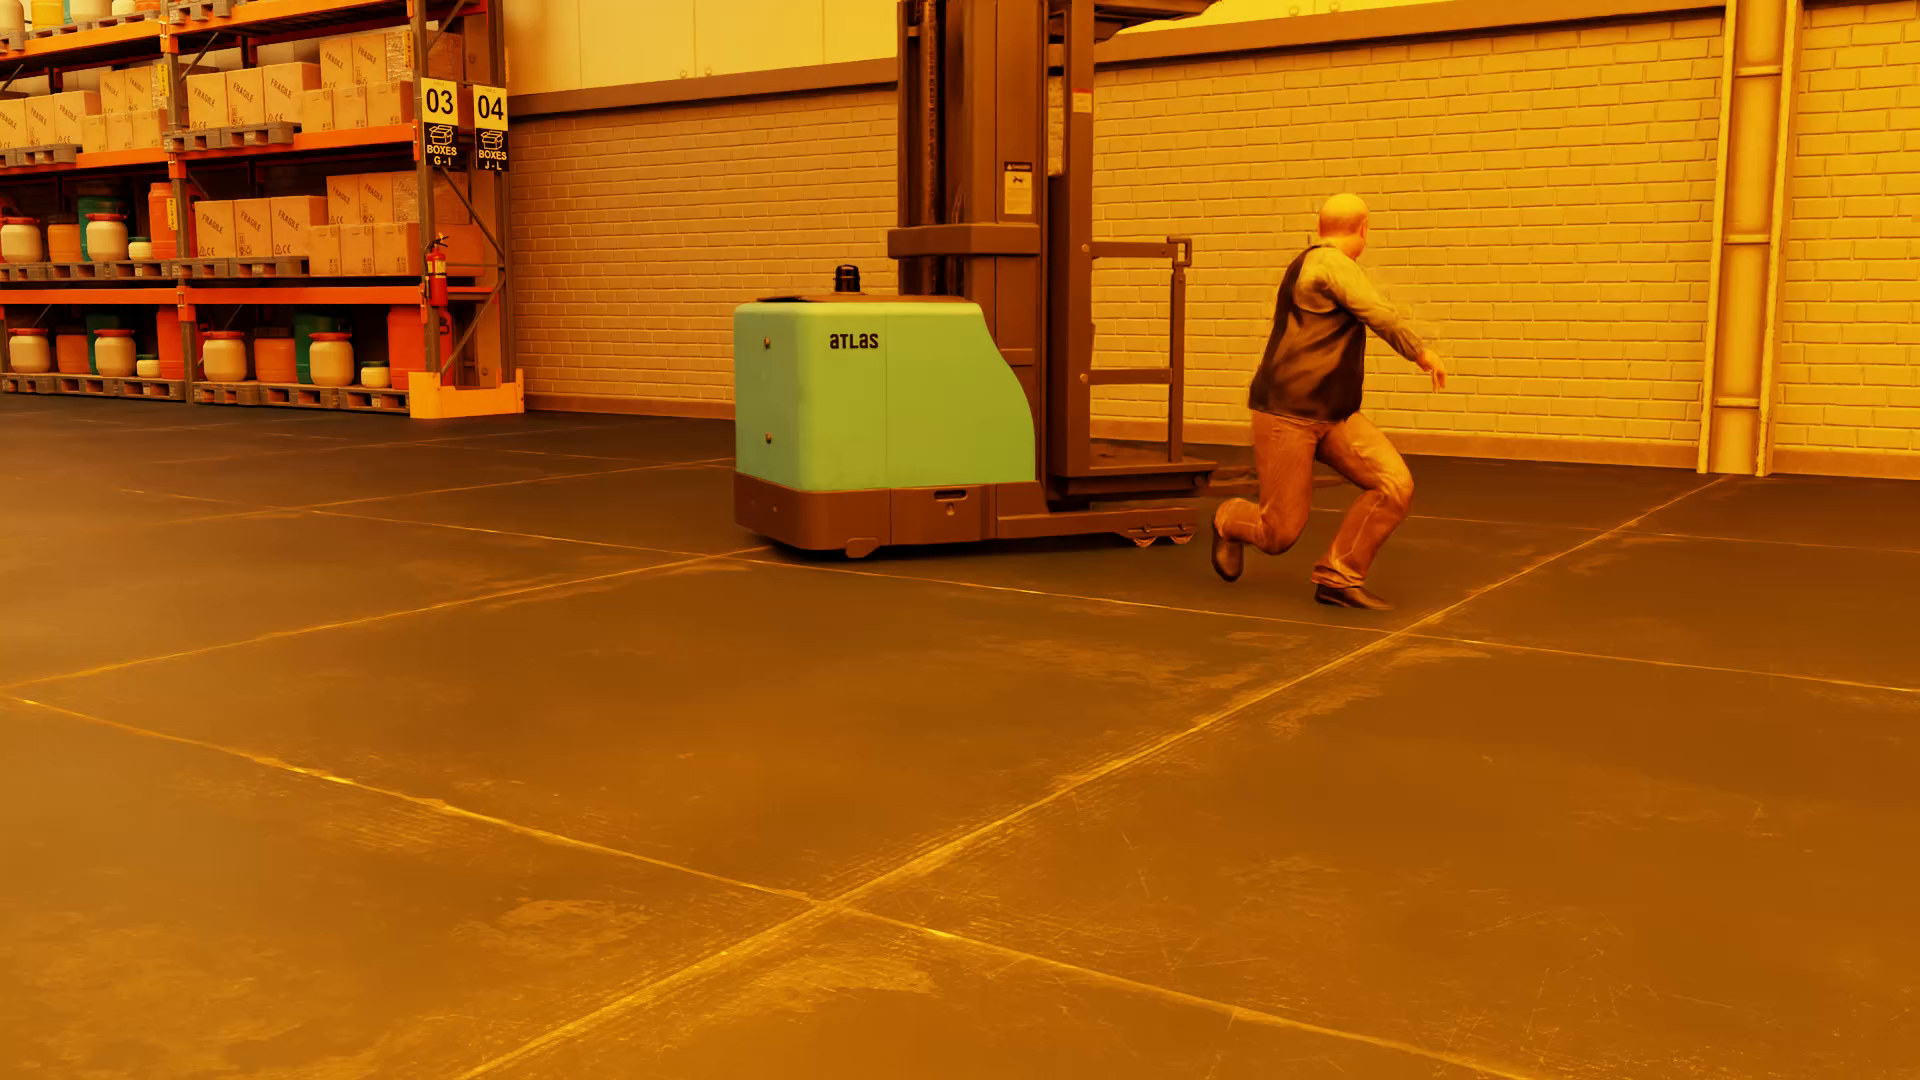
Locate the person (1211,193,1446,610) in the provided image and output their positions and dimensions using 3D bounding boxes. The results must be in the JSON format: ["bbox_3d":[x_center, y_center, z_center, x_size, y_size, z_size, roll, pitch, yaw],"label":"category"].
[{"bbox_3d":[1.291,-0.506,6.077,0.885,1.498,0.639,7,11,42],"label":"person"}]

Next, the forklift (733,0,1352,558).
[{"bbox_3d":[0.520,-1.490,7.671,3.031,2.935,1.130,-4,9,-25],"label":"forklift"}]
